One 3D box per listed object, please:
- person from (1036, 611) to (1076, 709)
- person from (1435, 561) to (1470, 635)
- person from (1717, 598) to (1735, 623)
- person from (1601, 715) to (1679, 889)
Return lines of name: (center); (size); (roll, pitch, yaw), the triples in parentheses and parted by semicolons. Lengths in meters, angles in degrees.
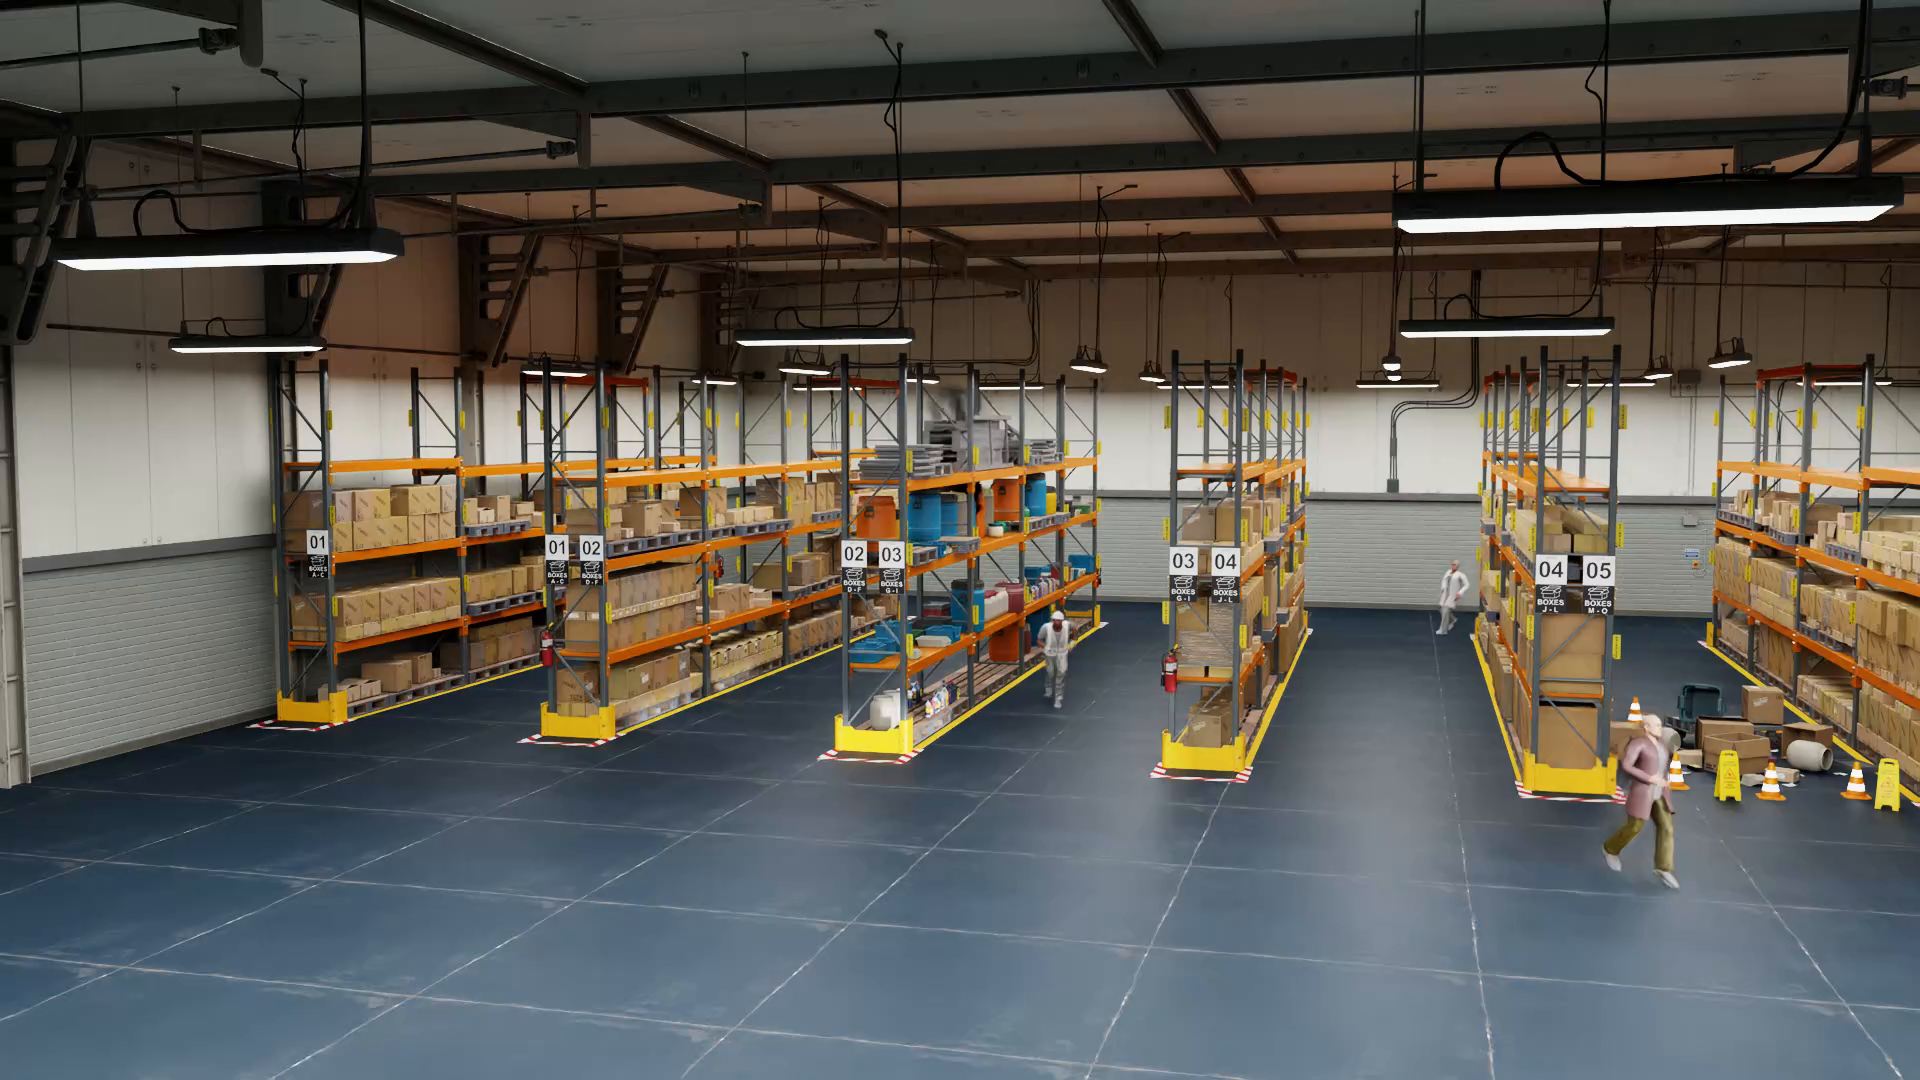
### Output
person: (1.680, 2.069, 29.328); (0.728, 1.729, 1.035); (-1, 4, -8)
person: (11.523, 1.341, 38.793); (0.818, 1.738, 0.751); (-3, 5, -35)
person: (17.472, 1.439, 37.903); (0.595, 1.674, 0.660); (0, 4, 5)
person: (7.515, 2.805, 18.166); (0.750, 1.801, 1.012); (-2, 5, -24)
